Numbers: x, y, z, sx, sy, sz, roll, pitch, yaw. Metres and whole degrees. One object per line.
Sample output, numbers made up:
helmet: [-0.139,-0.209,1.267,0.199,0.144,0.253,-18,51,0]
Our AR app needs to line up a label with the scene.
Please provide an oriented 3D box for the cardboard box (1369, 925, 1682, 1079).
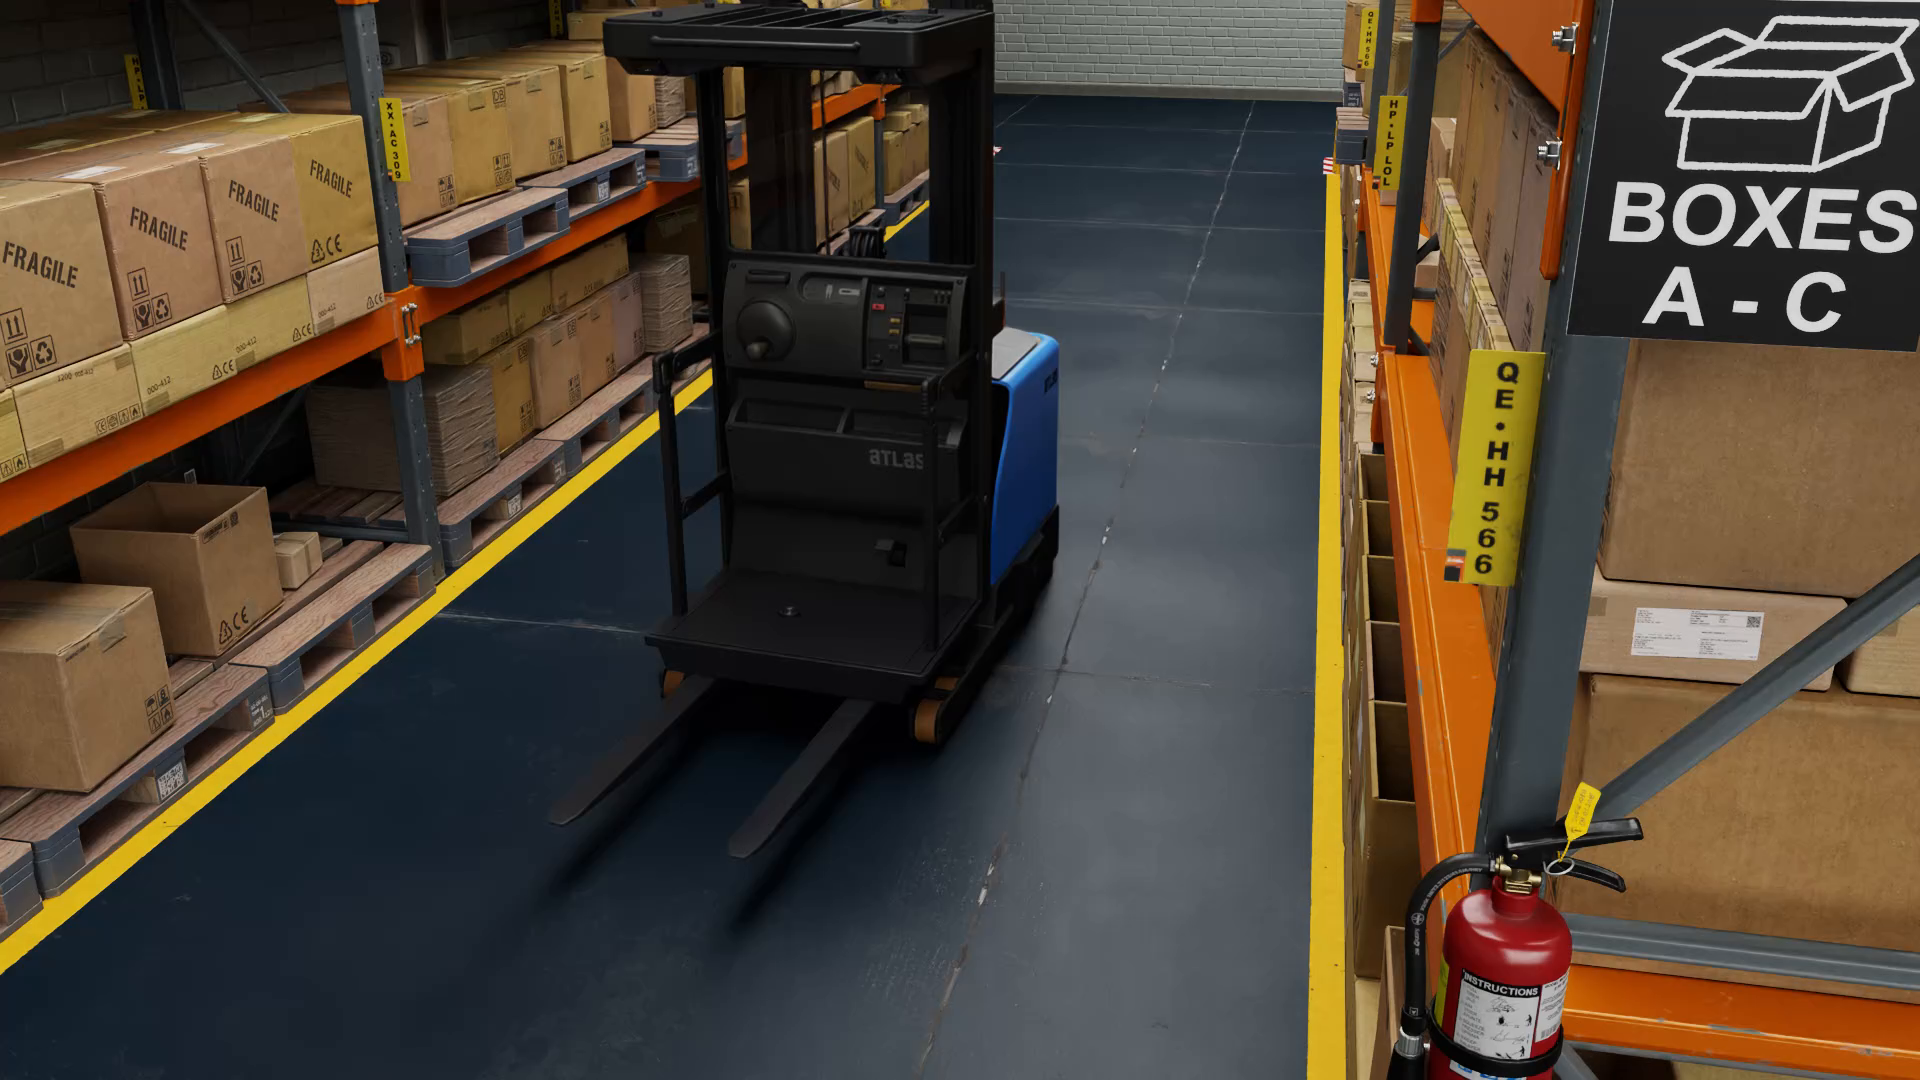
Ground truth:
cardboard box: [1.055,1.116,3.182,0.500,0.500,0.500,4,22,11]

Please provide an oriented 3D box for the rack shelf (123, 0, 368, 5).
rack shelf: [-3.206,-1.563,4.668,1.077,0.370,4.000,4,22,11]

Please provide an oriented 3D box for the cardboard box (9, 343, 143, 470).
cardboard box: [-2.896,-0.430,5.079,0.500,0.250,0.500,5,22,11]

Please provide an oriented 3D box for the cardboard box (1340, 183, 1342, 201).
cardboard box: [3.541,-3.040,14.614,0.380,0.149,0.250,4,22,11]

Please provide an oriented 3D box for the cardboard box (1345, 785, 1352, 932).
cardboard box: [1.351,0.915,4.686,0.500,0.250,0.500,4,22,11]

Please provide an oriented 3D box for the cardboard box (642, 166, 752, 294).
cardboard box: [-1.703,-2.157,11.509,0.750,0.750,0.750,4,22,10]

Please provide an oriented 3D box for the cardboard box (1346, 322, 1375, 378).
cardboard box: [2.269,-0.955,8.577,0.500,0.311,0.500,4,22,9]

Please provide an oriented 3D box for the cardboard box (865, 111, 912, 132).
cardboard box: [-0.664,-3.876,15.378,0.380,0.149,0.250,5,23,13]

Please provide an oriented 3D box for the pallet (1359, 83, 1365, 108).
pallet: [3.261,-2.946,11.411,1.003,0.211,1.213,4,22,11]

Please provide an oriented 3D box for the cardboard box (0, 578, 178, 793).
cardboard box: [-3.069,0.462,5.448,0.700,0.500,0.500,3,22,8]

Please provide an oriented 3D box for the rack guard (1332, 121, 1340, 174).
rack guard: [4.486,-4.062,17.271,1.175,0.500,0.348,4,22,11]

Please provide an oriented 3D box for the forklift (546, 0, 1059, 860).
forklift: [-0.492,-0.788,5.886,1.130,2.935,3.031,7,23,16]

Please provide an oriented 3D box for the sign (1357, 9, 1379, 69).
sign: [2.336,-2.862,9.501,0.100,0.325,0.005,4,22,11]

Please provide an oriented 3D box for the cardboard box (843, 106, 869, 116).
cardboard box: [-0.977,-4.016,15.726,0.380,0.149,0.250,4,22,9]

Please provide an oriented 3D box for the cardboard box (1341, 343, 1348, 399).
cardboard box: [2.373,-0.890,9.167,0.500,0.250,0.500,4,22,9]

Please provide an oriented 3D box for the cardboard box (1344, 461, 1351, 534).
cardboard box: [1.959,-0.139,7.302,0.500,0.250,0.500,4,22,10]

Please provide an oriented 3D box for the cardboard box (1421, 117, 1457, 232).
cardboard box: [2.543,-1.755,8.063,0.500,0.500,0.500,3,22,8]

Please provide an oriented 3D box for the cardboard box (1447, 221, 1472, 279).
cardboard box: [1.654,-0.842,4.928,0.380,0.149,0.250,4,22,10]

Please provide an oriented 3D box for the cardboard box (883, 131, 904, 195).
cardboard box: [-0.912,-3.464,15.223,0.700,0.500,0.500,5,22,12]

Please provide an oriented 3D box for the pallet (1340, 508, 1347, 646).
pallet: [2.165,0.160,7.173,1.003,0.211,1.213,4,22,11]

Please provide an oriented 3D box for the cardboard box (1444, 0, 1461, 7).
cardboard box: [4.057,-4.448,13.410,0.500,0.500,0.500,5,22,12]

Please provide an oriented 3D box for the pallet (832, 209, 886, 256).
pallet: [-1.249,-2.581,13.981,1.003,0.211,1.213,4,22,11]

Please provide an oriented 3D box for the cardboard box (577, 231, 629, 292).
cardboard box: [-2.255,-1.621,9.618,0.500,0.250,0.500,5,22,12]

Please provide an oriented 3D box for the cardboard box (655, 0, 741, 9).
cardboard box: [-1.630,-3.398,10.714,0.500,0.250,0.500,5,22,12]

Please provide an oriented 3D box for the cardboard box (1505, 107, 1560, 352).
cardboard box: [1.559,-0.612,3.489,0.700,0.500,0.500,5,22,11]

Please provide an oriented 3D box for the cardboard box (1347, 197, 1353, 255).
cardboard box: [3.141,-2.295,12.293,0.500,0.500,0.500,5,22,12]

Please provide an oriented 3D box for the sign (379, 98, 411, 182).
sign: [-2.265,-1.600,6.653,0.100,0.325,0.005,4,22,11]

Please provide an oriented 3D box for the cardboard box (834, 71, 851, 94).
cardboard box: [-1.079,-3.624,13.146,0.380,0.149,0.250,4,22,11]

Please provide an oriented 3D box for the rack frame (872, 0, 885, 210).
rack frame: [-1.165,-4.163,14.175,1.000,3.000,0.127,4,22,11]

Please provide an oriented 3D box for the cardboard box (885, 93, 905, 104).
cardboard box: [-0.769,-4.389,16.653,0.380,0.149,0.250,5,22,12]

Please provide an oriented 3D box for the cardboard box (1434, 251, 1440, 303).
cardboard box: [2.110,-0.975,6.459,0.500,0.250,0.500,6,23,14]

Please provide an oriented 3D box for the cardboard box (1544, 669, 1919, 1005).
cardboard box: [1.344,0.386,2.746,0.700,0.500,0.500,4,22,11]

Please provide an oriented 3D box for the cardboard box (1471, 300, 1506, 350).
cardboard box: [1.442,-0.467,3.996,0.380,0.149,0.250,4,22,10]

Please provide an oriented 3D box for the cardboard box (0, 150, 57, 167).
cardboard box: [-3.314,-0.998,5.487,0.500,0.500,0.500,5,22,12]

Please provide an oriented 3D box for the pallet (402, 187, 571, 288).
pallet: [-2.499,-1.417,7.613,1.003,0.211,1.213,4,22,11]

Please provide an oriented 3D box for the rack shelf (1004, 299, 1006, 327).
rack shelf: [0.038,-0.985,7.642,0.258,0.148,0.480,5,22,12]

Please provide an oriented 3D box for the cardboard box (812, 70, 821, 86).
cardboard box: [-1.315,-3.615,12.256,0.500,0.500,0.500,5,22,12]

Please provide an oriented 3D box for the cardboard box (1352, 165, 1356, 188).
cardboard box: [3.144,-2.655,12.184,0.500,0.250,0.500,5,22,11]

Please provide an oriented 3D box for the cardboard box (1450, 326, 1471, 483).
cardboard box: [1.761,-0.368,4.618,0.700,0.500,0.500,5,22,12]

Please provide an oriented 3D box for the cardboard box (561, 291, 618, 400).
cardboard box: [-2.370,-1.114,9.361,0.700,0.500,0.500,4,22,11]

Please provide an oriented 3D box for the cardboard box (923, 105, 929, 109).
cardboard box: [-0.496,-4.214,17.087,0.700,0.500,0.500,4,22,11]

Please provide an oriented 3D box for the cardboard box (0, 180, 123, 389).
cardboard box: [-2.906,-0.772,4.925,0.500,0.500,0.500,5,23,13]

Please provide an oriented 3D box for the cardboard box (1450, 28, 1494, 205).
cardboard box: [1.968,-1.346,5.311,0.700,0.500,0.500,5,22,11]

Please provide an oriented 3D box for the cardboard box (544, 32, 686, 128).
cardboard box: [-2.067,-2.778,10.013,0.700,0.500,0.500,2,22,5]

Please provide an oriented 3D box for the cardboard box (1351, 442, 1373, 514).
cardboard box: [1.855,-0.210,6.728,0.500,0.311,0.500,4,22,11]

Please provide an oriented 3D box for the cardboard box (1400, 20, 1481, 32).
cardboard box: [3.261,-3.124,10.899,0.700,0.500,0.500,9,24,21]

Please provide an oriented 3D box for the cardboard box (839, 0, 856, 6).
cardboard box: [-1.124,-4.328,13.022,0.500,0.250,0.500,5,22,12]

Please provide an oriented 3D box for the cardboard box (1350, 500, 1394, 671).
cardboard box: [1.557,0.201,5.454,0.500,0.500,0.500,4,22,11]

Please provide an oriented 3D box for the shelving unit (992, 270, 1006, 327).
shelving unit: [0.038,-0.621,7.789,0.258,1.200,0.503,5,22,12]

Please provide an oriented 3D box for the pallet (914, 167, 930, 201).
pallet: [-0.687,-3.589,16.483,1.003,0.211,1.213,4,22,11]

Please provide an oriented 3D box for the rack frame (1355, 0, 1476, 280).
rack frame: [2.869,-2.324,9.608,1.000,3.000,0.127,4,22,11]

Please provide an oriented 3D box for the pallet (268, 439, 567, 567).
pallet: [-2.640,-0.229,8.138,1.003,0.211,1.213,4,22,11]

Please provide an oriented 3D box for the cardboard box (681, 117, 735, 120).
cardboard box: [-1.687,-2.696,10.841,0.380,0.149,0.250,4,22,10]

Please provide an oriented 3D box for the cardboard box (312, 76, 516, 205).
cardboard box: [-2.539,-1.875,7.771,0.700,0.500,0.500,7,23,16]

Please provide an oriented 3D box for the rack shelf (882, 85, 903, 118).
rack shelf: [-0.757,-4.561,16.125,1.077,0.370,4.000,4,22,11]
